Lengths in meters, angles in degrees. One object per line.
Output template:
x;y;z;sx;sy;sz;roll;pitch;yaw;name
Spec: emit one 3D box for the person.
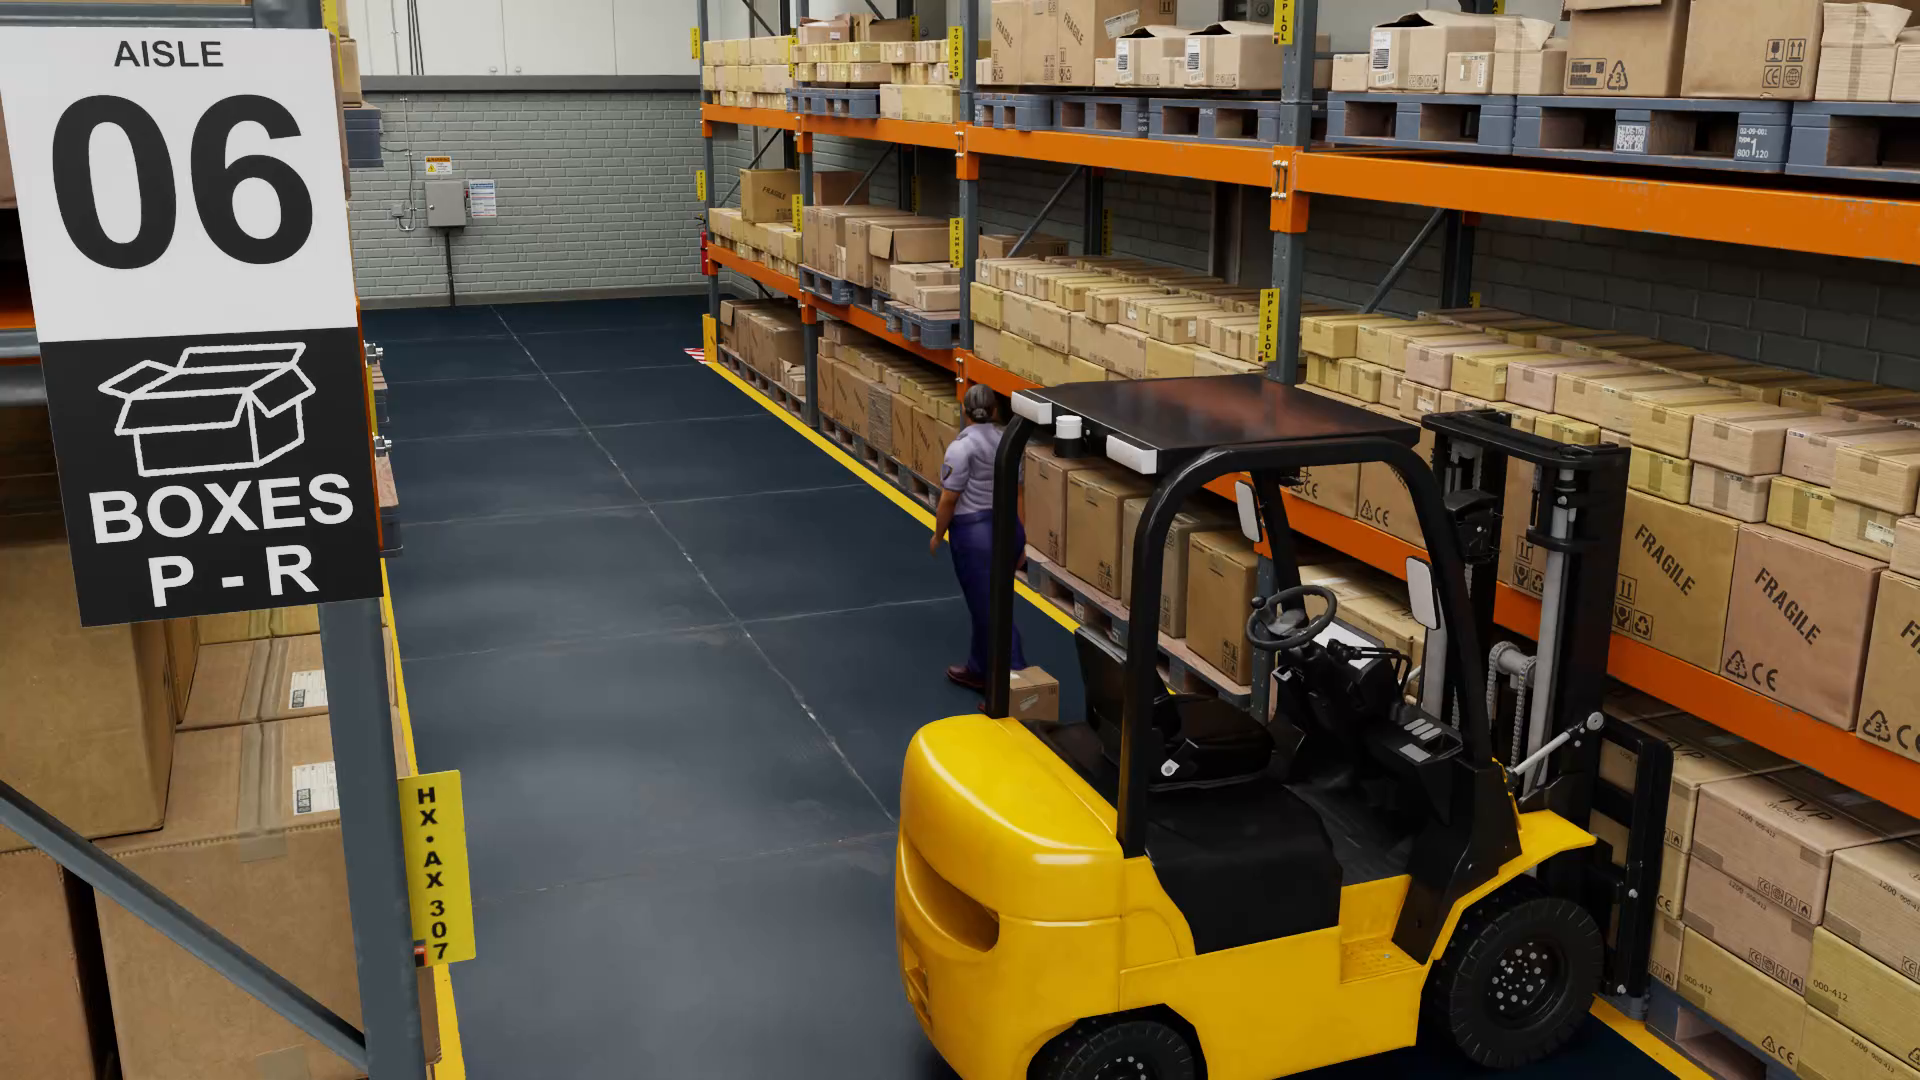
0.133;0.027;8.444;0.696;1.630;0.511;13;20;39;person
